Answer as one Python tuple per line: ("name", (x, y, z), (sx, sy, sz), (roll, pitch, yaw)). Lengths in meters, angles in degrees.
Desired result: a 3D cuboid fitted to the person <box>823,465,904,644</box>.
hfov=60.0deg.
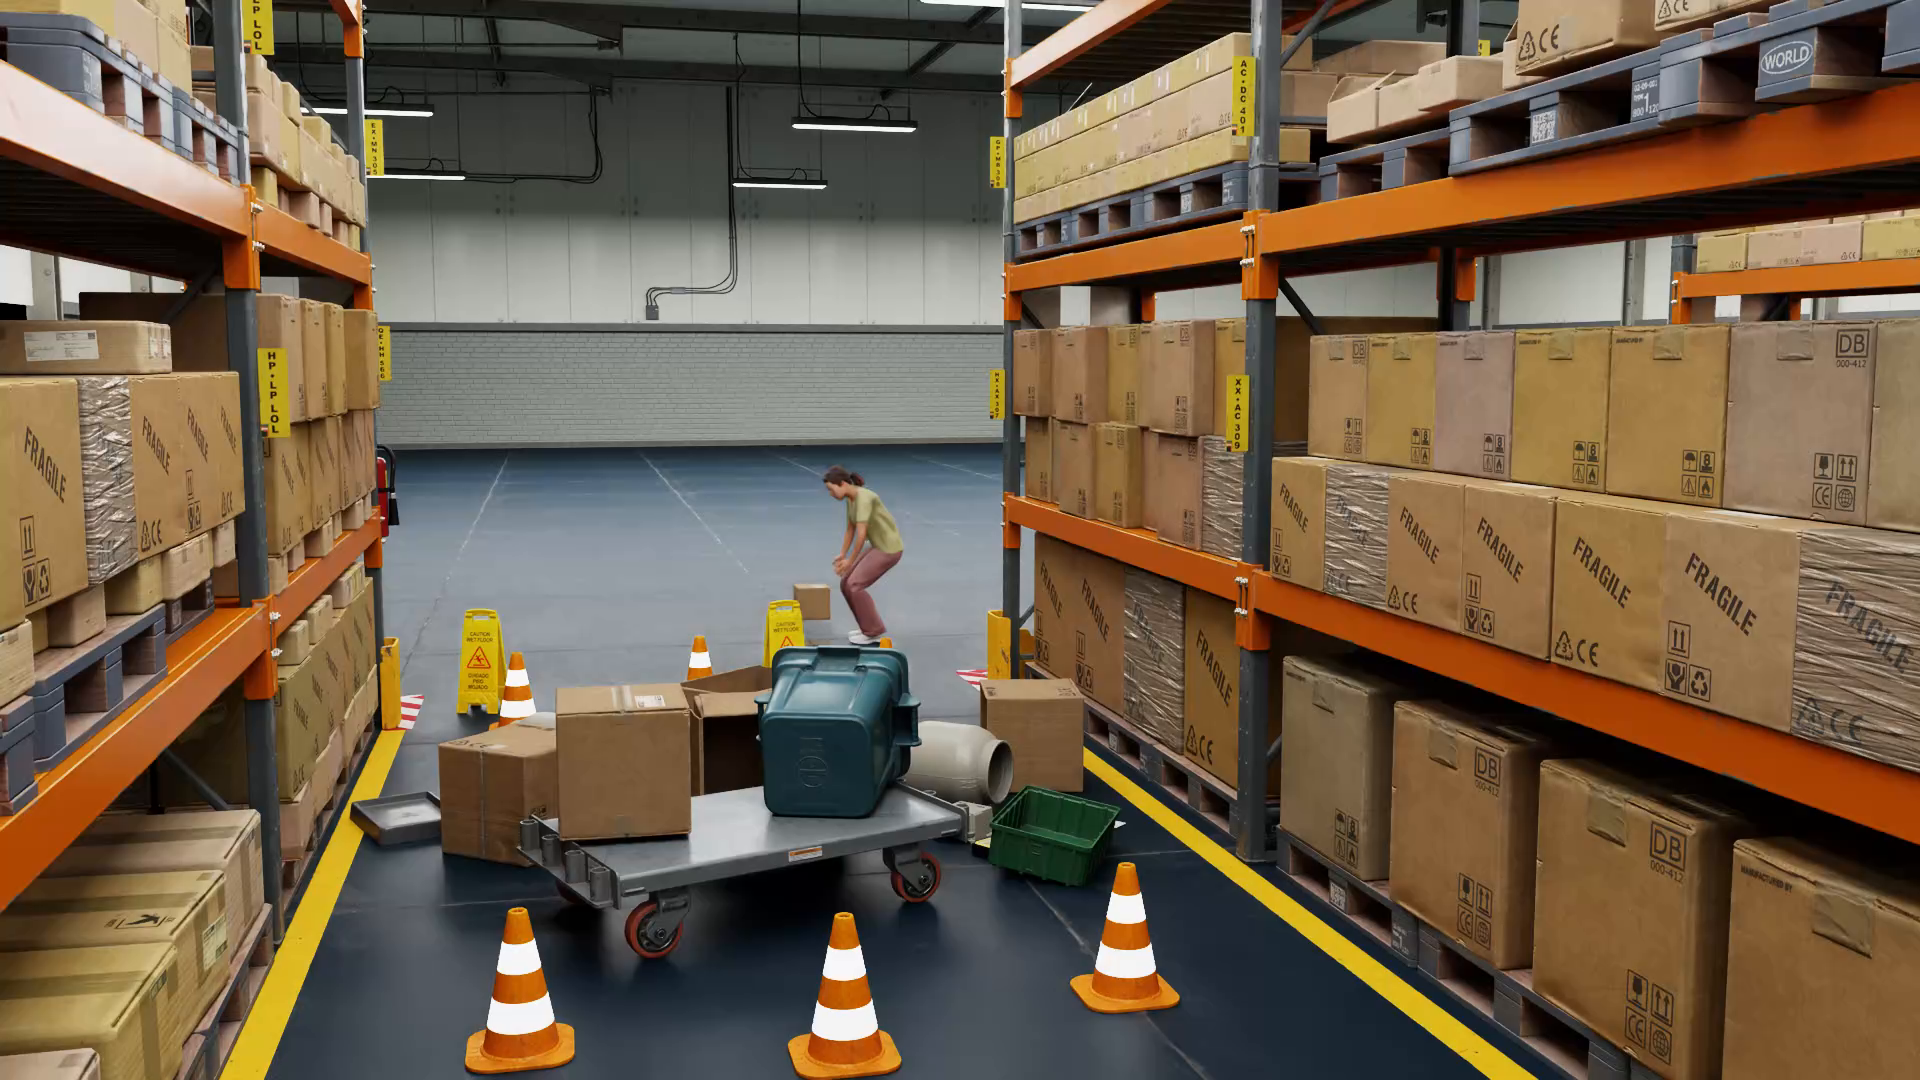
("person", (-0.750, 0.110, 12.984), (0.633, 1.391, 0.510), (-1, 6, -13))
